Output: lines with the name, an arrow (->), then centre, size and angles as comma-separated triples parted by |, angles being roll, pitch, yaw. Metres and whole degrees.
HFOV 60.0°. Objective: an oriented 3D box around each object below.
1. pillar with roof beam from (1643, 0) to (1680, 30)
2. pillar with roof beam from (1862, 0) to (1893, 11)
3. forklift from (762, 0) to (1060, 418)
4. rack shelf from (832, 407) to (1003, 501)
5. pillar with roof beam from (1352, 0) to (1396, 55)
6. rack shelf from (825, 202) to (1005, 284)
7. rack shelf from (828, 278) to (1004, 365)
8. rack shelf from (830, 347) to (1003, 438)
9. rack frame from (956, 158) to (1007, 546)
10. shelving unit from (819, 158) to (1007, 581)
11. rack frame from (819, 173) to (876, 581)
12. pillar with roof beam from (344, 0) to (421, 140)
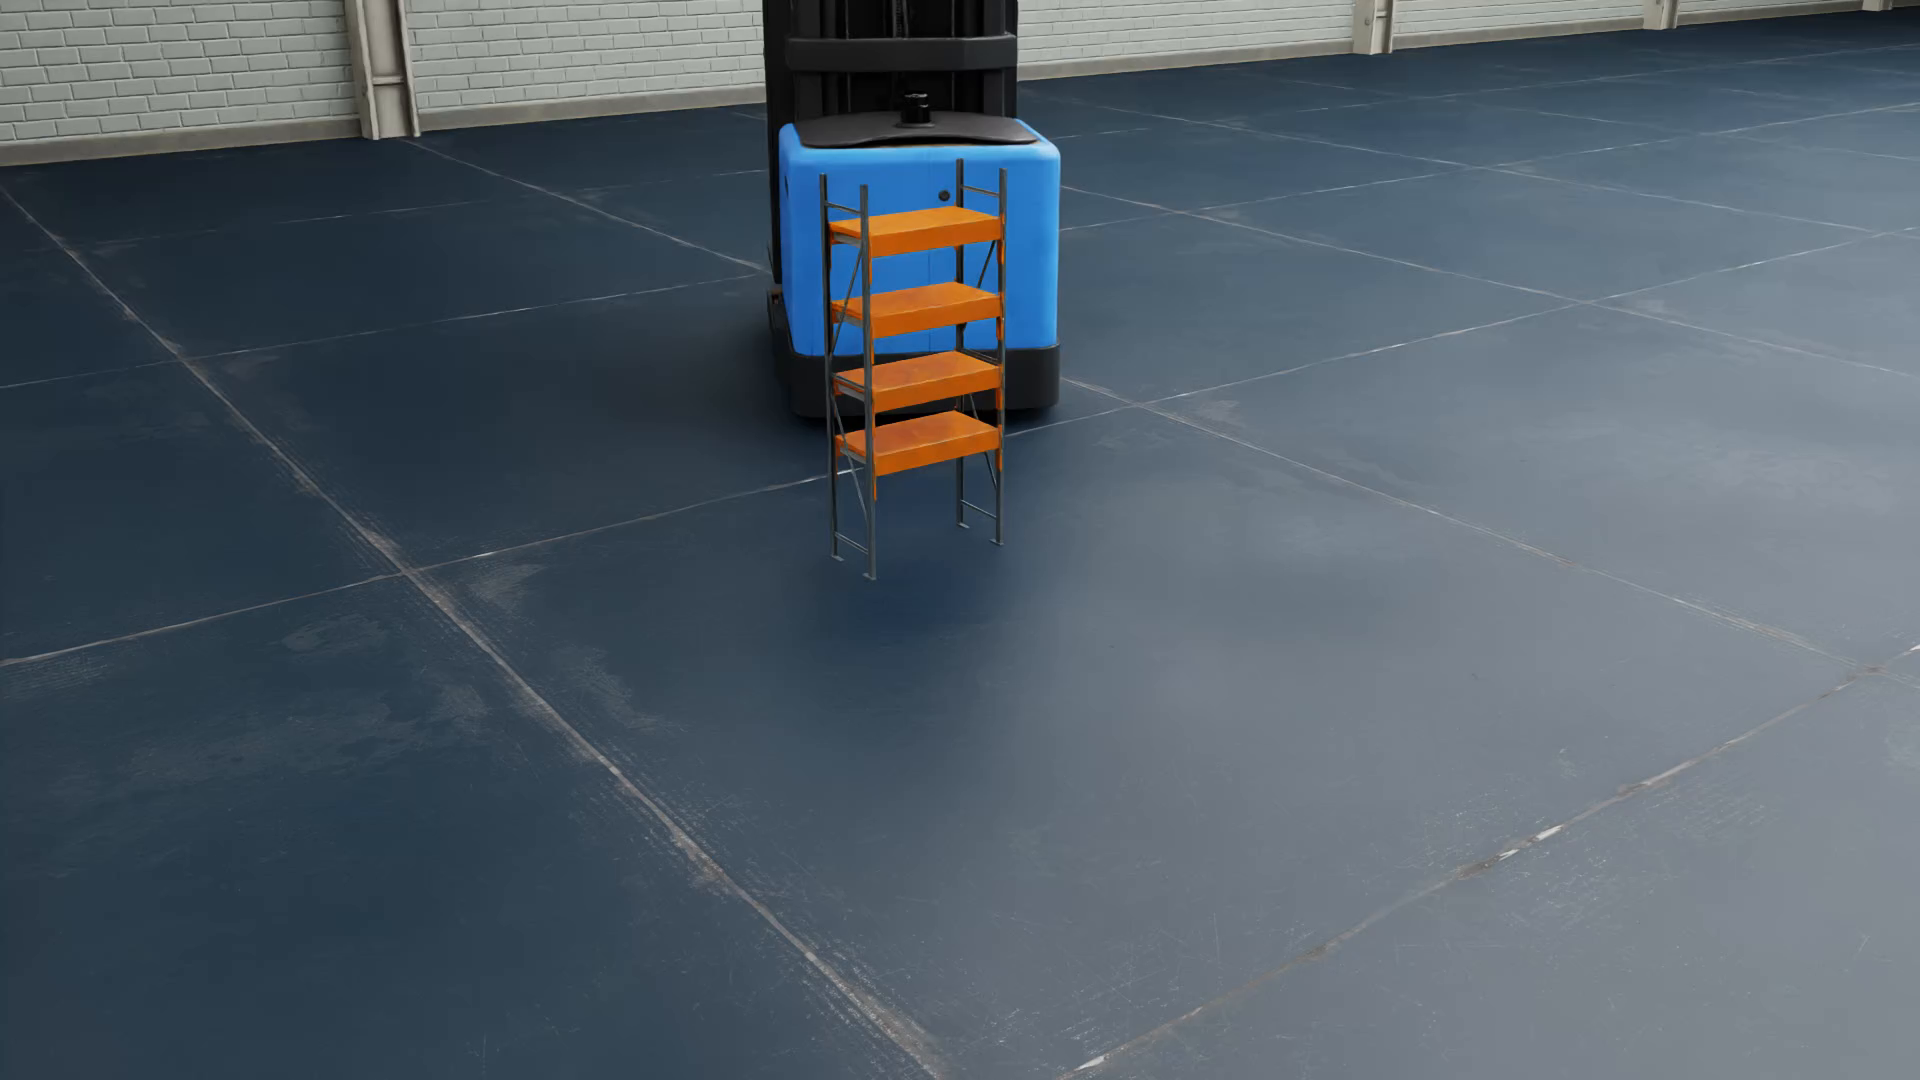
pillar with roof beam -> 12.406, -10.131, 18.644 | 0.400, 9.000, 9.100 | -15, 26, -33
pillar with roof beam -> 17.277, -11.430, 21.899 | 0.400, 9.000, 9.100 | -15, 26, -33
forklift -> -0.332, -2.341, 7.308 | 1.130, 2.935, 3.031 | -3, 22, -8
rack shelf -> -0.134, -0.275, 5.183 | 0.480, 0.148, 0.258 | -15, 26, -33
pillar with roof beam -> 7.536, -8.833, 15.389 | 0.400, 9.000, 9.100 | -15, 26, -33
rack shelf -> -0.134, -0.886, 4.939 | 0.480, 0.148, 0.258 | -15, 26, -33
rack shelf -> -0.134, -0.667, 5.026 | 0.480, 0.148, 0.258 | -15, 26, -33
rack shelf -> -0.134, -0.459, 5.109 | 0.480, 0.148, 0.258 | -15, 26, -33
rack frame -> 0.064, -0.574, 5.217 | 0.015, 1.200, 0.240 | -15, 26, -33
shelving unit -> -0.134, -0.521, 5.084 | 0.503, 1.200, 0.258 | -15, 26, -33
rack frame -> -0.332, -0.469, 4.952 | 0.015, 1.200, 0.240 | -15, 26, -33
pillar with roof beam -> -2.205, -6.235, 8.880 | 0.400, 9.000, 9.100 | -15, 26, -33
